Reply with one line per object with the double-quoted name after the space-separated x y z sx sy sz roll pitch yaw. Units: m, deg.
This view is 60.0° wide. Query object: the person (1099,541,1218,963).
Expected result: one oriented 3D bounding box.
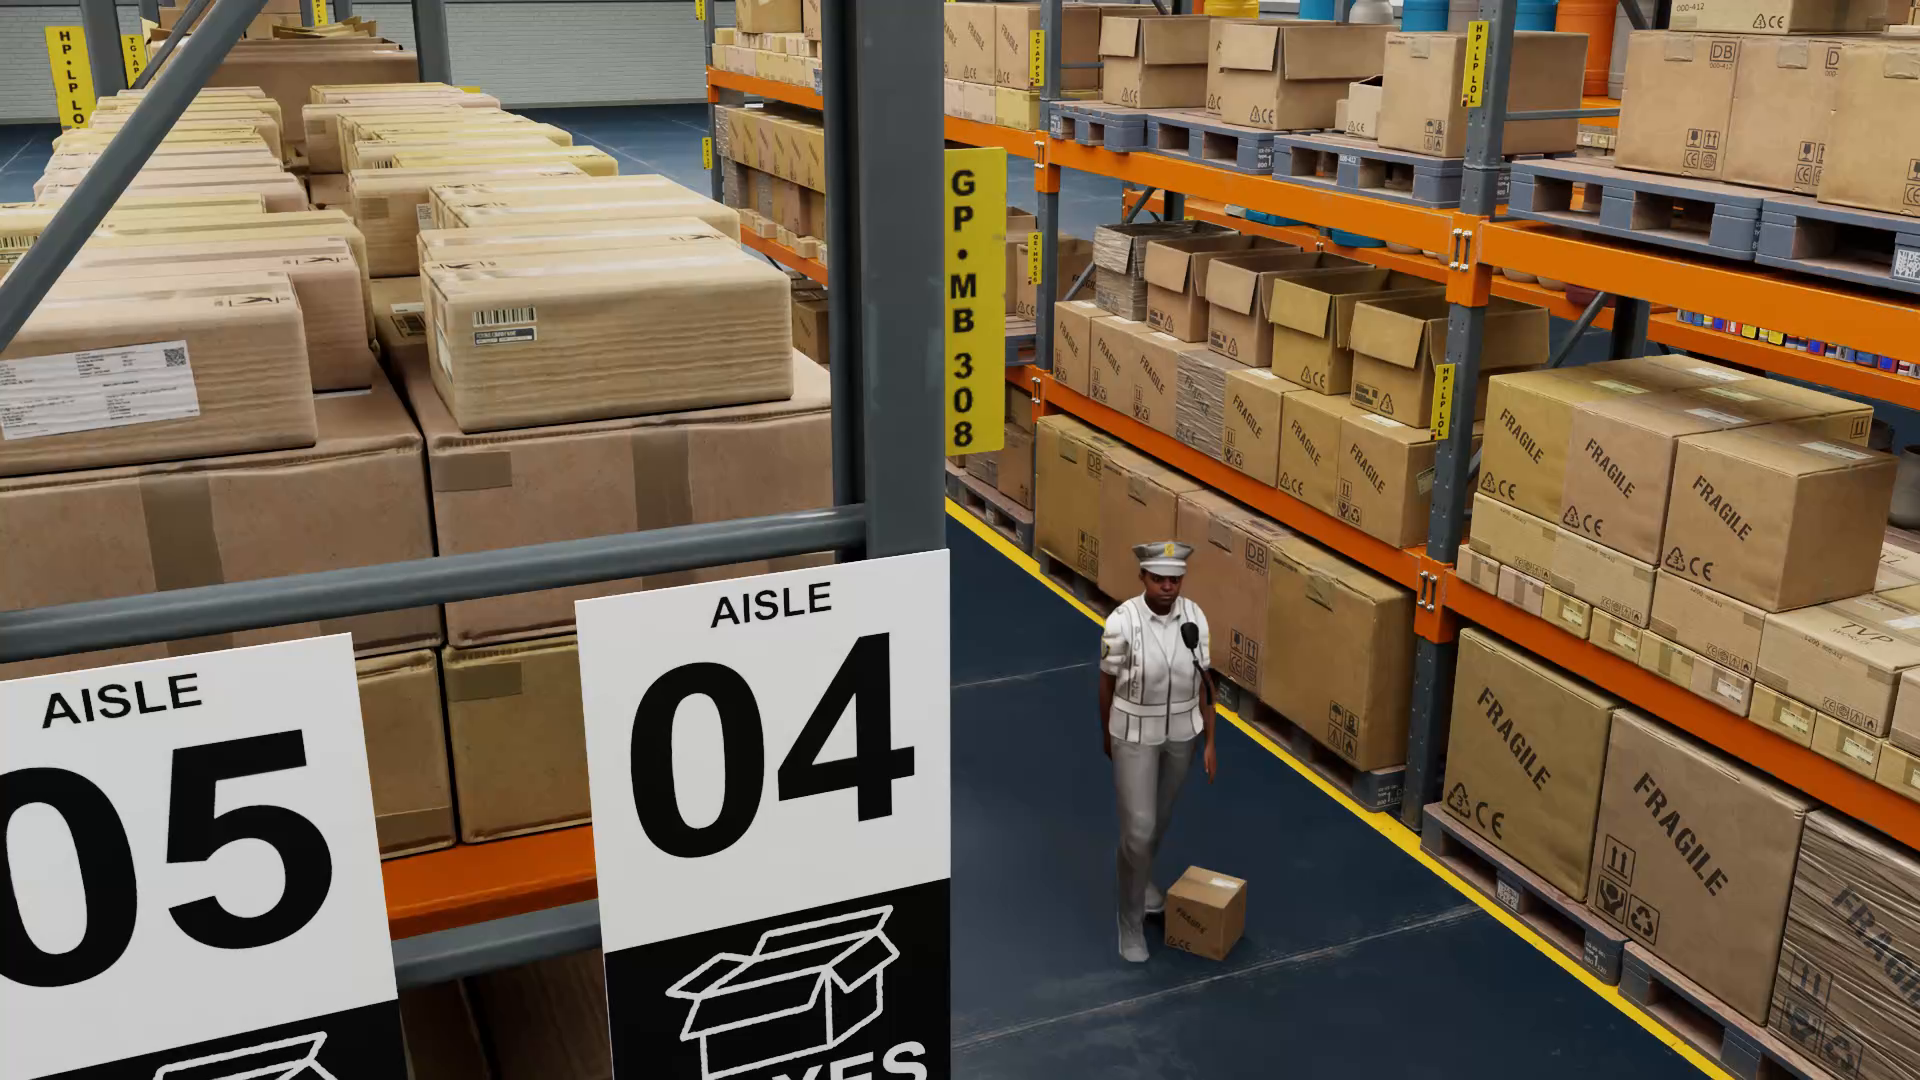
0.790 0.826 6.680 0.436 1.758 0.555 -5 20 -15 "person"
